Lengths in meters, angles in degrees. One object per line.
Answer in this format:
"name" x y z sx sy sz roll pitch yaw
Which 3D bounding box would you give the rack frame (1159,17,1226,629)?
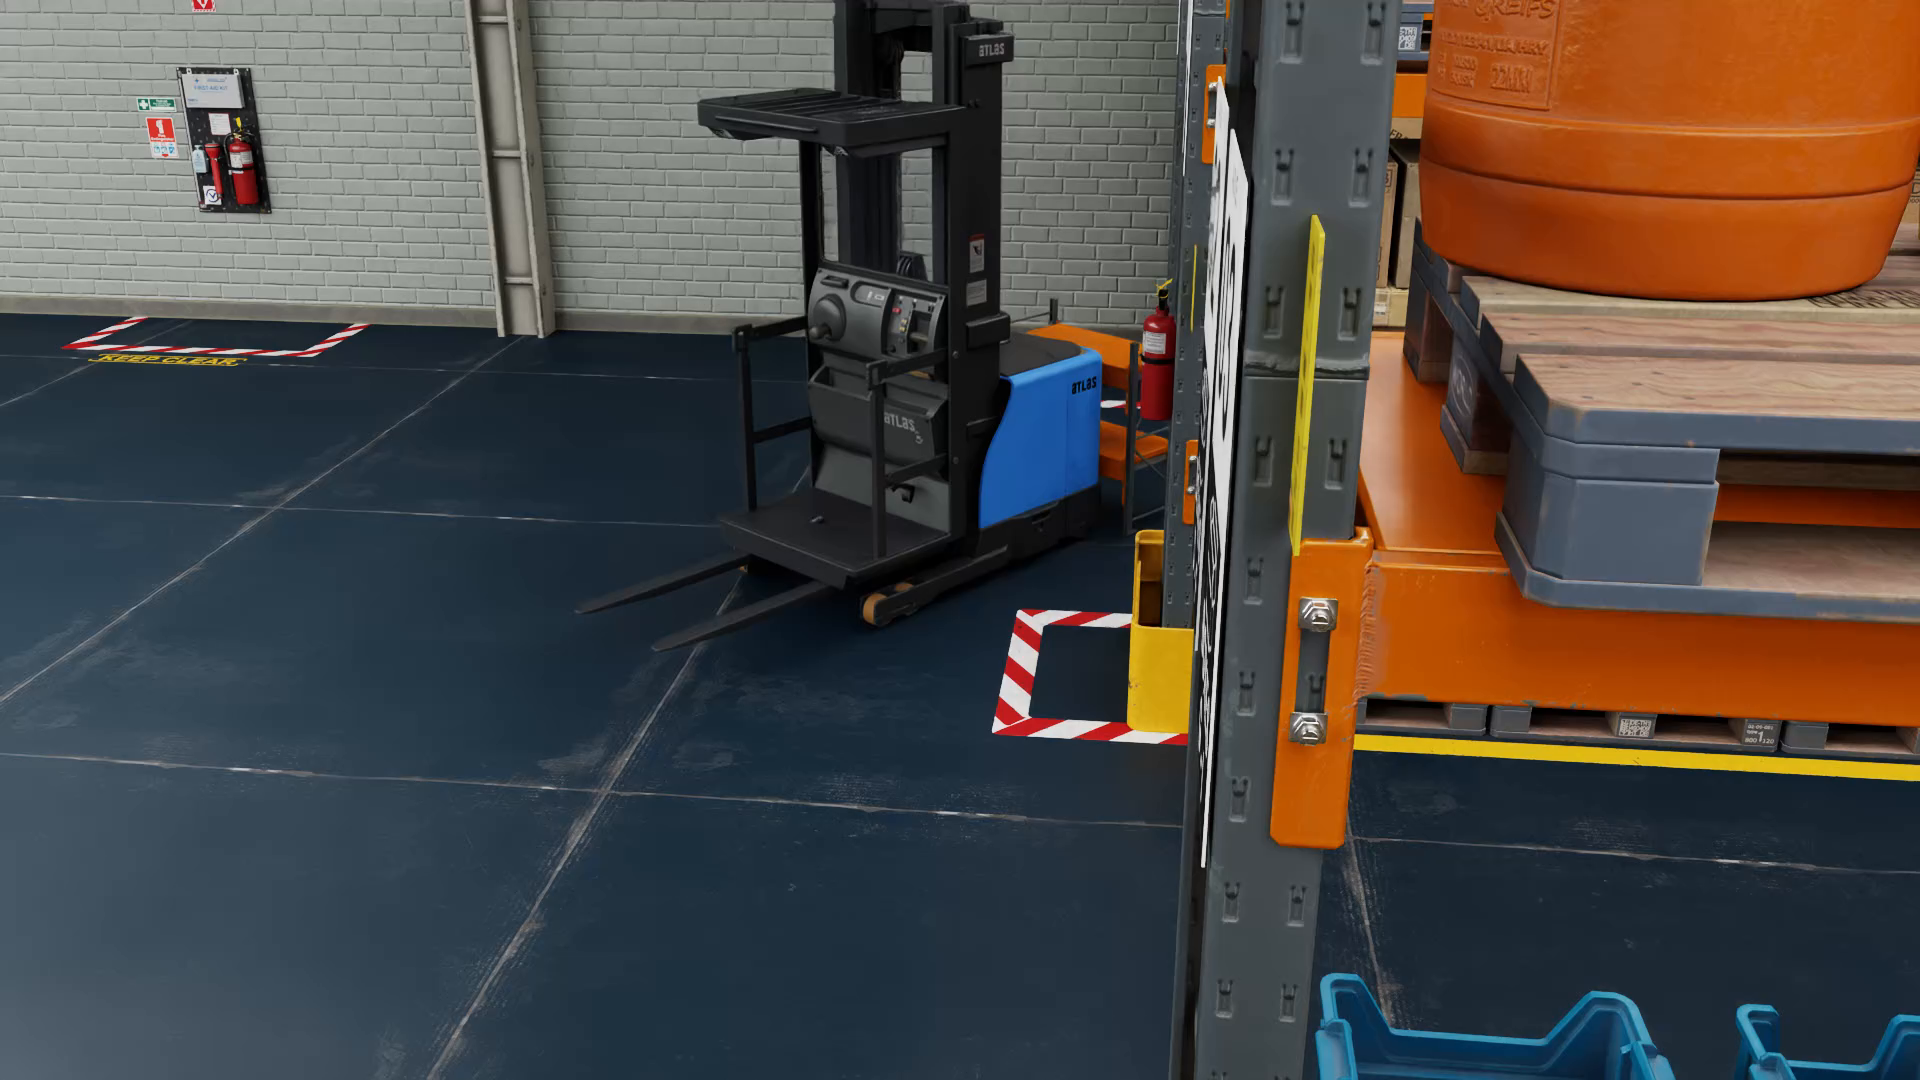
"rack frame" 0.998 -0.761 7.285 0.127 3.000 1.000 2 22 6

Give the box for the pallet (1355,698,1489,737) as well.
"pallet" 1.763 0.554 7.752 1.213 0.211 1.003 2 22 6

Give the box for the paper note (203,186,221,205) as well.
"paper note" -6.201 -2.859 13.790 0.142 0.148 0.016 2 22 6

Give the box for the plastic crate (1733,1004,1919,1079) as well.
"plastic crate" 1.588 1.059 2.883 0.408 0.251 0.499 2 22 6

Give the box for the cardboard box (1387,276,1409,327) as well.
"cardboard box" 1.873 -0.992 6.850 0.250 0.149 0.380 3 22 7

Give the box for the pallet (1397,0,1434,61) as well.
"pallet" 1.697 -2.075 6.648 1.213 0.211 1.003 2 22 6

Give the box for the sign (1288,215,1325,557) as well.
"sign" 0.343 -0.151 1.650 0.005 0.325 0.100 2 22 6

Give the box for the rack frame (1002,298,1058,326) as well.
"rack frame" 0.407 -0.880 10.137 0.500 1.125 0.032 -20 29 -41

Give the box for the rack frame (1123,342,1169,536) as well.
"rack frame" 1.120 -0.614 9.463 0.500 1.125 0.032 -20 29 -41

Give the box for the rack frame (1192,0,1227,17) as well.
"rack frame" 0.998 -3.551 6.182 0.127 3.000 1.000 2 22 6

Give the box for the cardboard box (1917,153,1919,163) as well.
"cardboard box" 4.027 -1.276 6.687 0.500 0.500 0.700 2 22 6

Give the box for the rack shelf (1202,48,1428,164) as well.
"rack shelf" 2.984 -1.735 6.647 4.000 0.370 1.077 2 22 6

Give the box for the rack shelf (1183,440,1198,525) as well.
"rack shelf" 2.984 -0.340 7.198 4.000 0.370 1.077 2 22 6

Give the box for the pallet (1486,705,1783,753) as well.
"pallet" 2.971 0.607 7.617 1.213 0.211 1.003 2 22 6

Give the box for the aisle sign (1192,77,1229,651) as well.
"aisle sign" 0.375 -0.273 2.515 0.004 0.787 0.394 2 22 6

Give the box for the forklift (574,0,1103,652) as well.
"forklift" -0.575 -1.139 8.335 1.130 2.935 3.031 19 29 40

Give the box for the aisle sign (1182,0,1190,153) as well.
"aisle sign" 0.968 -2.080 7.085 0.004 0.787 0.394 2 22 6

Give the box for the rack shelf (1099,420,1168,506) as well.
"rack shelf" 0.763 -0.520 9.890 0.538 0.278 1.000 -20 29 -41

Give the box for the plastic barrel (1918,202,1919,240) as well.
"plastic barrel" 1.559 -0.627 2.040 0.600 0.588 0.600 0 22 0

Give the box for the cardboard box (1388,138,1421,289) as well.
"cardboard box" 2.036 -1.363 6.907 0.500 0.500 0.700 2 22 5

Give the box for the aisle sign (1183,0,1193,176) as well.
"aisle sign" 0.897 -1.861 6.531 0.004 0.787 0.394 2 22 6

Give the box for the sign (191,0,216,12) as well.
"sign" -6.030 -4.350 13.211 0.199 0.298 0.001 2 22 6

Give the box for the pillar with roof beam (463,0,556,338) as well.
"pillar with roof beam" -4.090 -4.333 8.160 0.400 9.000 9.100 2 22 6

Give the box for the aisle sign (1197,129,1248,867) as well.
"aisle sign" 0.306 -0.058 1.970 0.004 0.787 0.394 2 22 6

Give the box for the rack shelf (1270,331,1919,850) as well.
"rack shelf" 2.398 0.073 2.073 4.000 0.370 1.077 2 22 6

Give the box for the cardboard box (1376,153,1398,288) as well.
"cardboard box" 1.513 -1.384 6.959 0.500 0.500 0.700 3 22 6

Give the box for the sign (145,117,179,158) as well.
"sign" -6.570 -3.314 13.694 0.234 0.329 0.001 2 22 6

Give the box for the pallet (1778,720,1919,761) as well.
"pallet" 4.186 0.659 7.485 1.213 0.211 1.003 2 22 6

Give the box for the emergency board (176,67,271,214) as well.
"emergency board" -6.033 -3.236 13.544 0.643 1.169 0.194 2 22 6

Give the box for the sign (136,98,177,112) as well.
"sign" -6.567 -3.557 13.588 0.331 0.109 0.001 2 22 6

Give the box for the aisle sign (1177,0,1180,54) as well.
"aisle sign" 1.471 -3.672 11.113 0.004 0.787 0.394 2 22 6

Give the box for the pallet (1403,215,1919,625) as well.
"pallet" 1.222 -0.188 2.013 1.213 0.211 1.003 2 22 6

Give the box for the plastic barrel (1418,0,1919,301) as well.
"plastic barrel" 0.909 -0.768 2.067 0.708 0.830 0.600 2 22 6

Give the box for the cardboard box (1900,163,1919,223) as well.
"cardboard box" 3.530 -1.298 6.742 0.500 0.500 0.700 2 22 6

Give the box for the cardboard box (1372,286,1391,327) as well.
"cardboard box" 1.625 -1.003 6.879 0.250 0.149 0.380 2 22 5

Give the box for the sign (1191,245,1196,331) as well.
"sign" 0.927 -0.998 6.599 0.005 0.325 0.100 2 22 6

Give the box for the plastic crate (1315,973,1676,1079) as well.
"plastic crate" 0.944 1.029 2.960 0.616 0.251 0.499 2 22 6

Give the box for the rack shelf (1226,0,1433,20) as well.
"rack shelf" 3.564 -3.544 11.222 4.000 0.370 1.077 2 22 6

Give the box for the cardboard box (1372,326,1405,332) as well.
"cardboard box" 1.982 -0.762 7.150 0.500 0.500 0.700 3 22 8

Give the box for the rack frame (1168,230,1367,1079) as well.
"rack frame" 0.412 1.047 2.711 0.127 3.000 1.000 2 22 6

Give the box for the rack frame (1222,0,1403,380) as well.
"rack frame" 0.412 -1.743 1.608 0.127 3.000 1.000 2 22 6

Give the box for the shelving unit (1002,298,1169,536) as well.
"shelving unit" 0.763 -0.747 9.800 0.538 1.125 1.048 -20 29 -41

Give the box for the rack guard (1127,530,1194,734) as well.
"rack guard" 0.974 0.400 7.747 0.348 0.500 1.175 2 22 6

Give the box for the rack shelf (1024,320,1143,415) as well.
"rack shelf" 0.763 -1.019 9.692 0.538 0.278 1.000 -20 29 -41

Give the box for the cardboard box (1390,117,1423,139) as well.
"cardboard box" 3.018 -2.678 11.290 0.500 0.500 0.500 2 22 5

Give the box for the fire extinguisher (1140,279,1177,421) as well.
"fire extinguisher" 0.936 -0.900 7.741 0.183 0.674 0.296 2 22 6

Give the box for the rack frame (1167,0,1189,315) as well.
"rack frame" 1.578 -2.570 11.860 0.127 3.000 1.000 2 22 6
